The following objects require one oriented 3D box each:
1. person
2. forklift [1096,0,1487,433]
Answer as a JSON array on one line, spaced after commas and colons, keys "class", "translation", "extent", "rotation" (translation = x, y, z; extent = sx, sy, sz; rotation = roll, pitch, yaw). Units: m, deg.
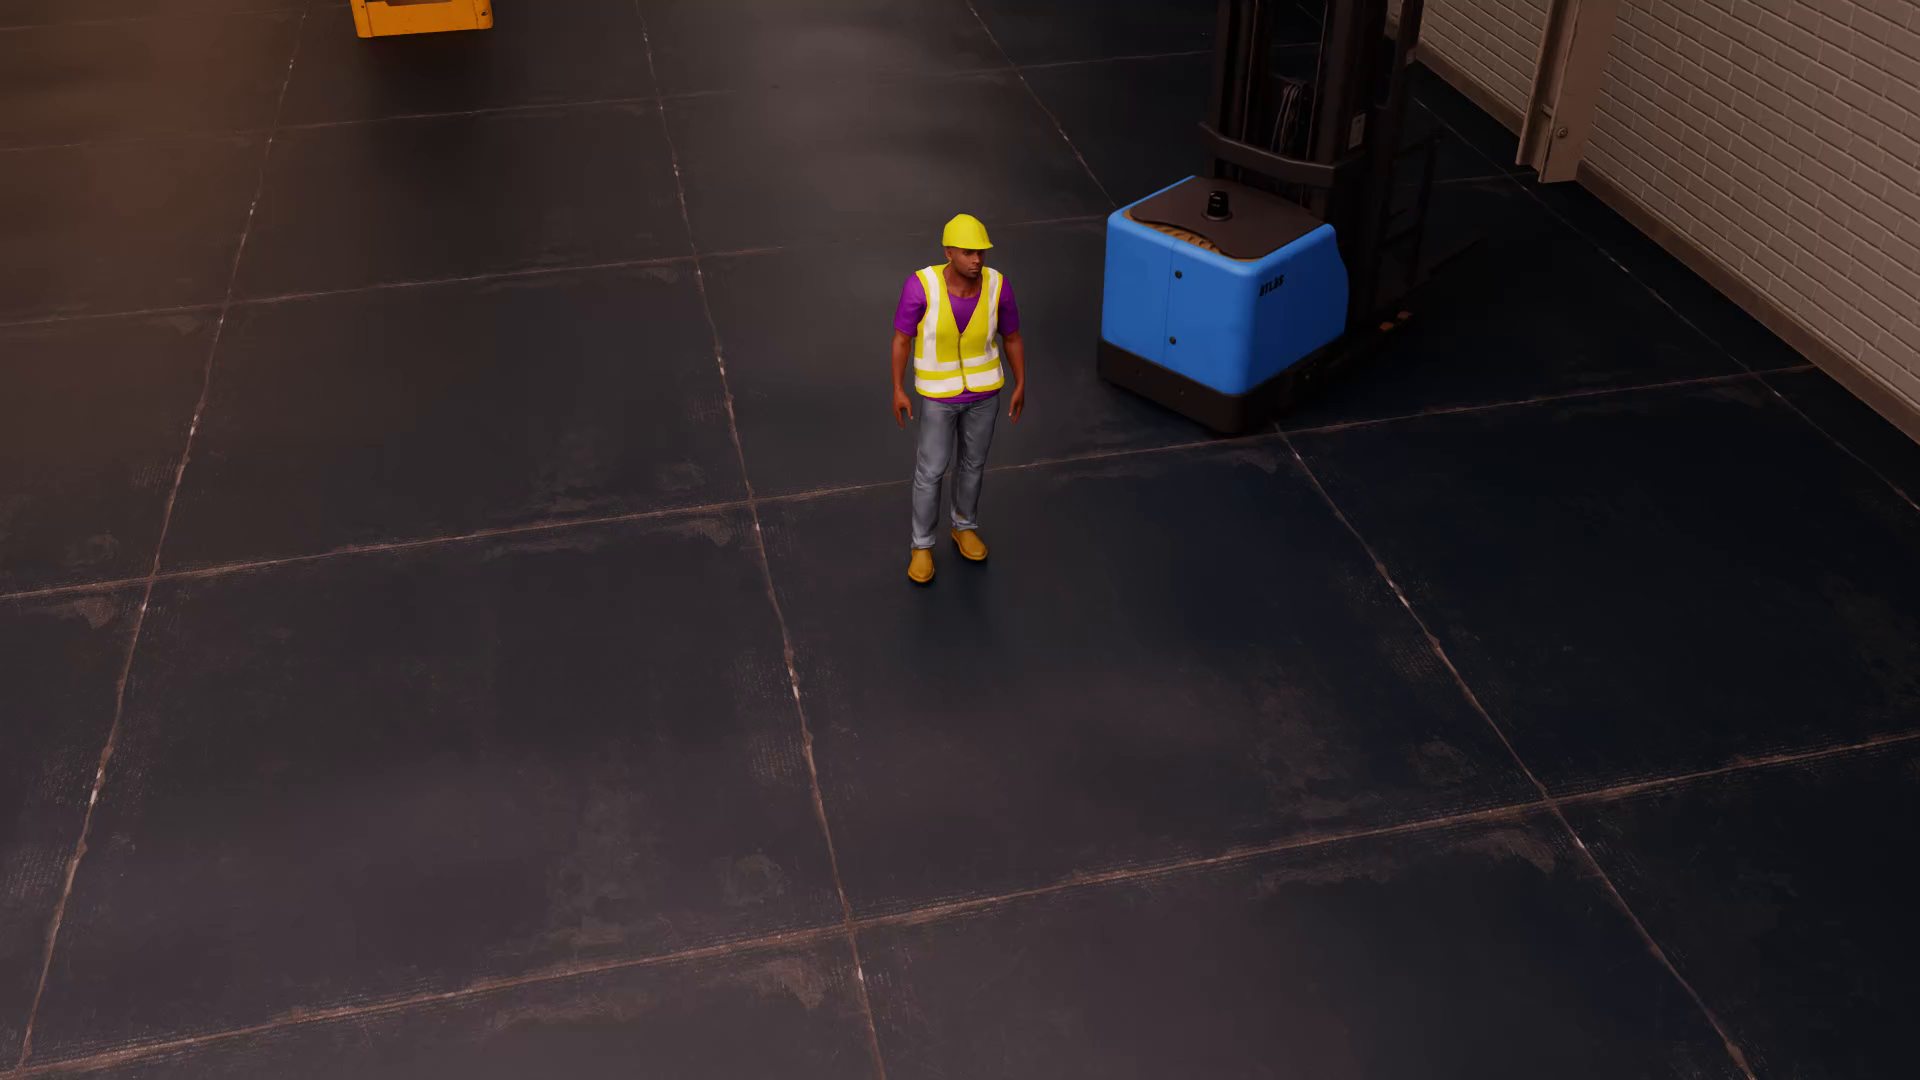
[{"class": "person", "translation": [0.010, -0.682, 7.983], "extent": [0.665, 1.766, 0.576], "rotation": [-8, 36, -11]}, {"class": "forklift", "translation": [2.194, -2.547, 9.590], "extent": [1.130, 2.935, 3.031], "rotation": [30, 45, 35]}]
